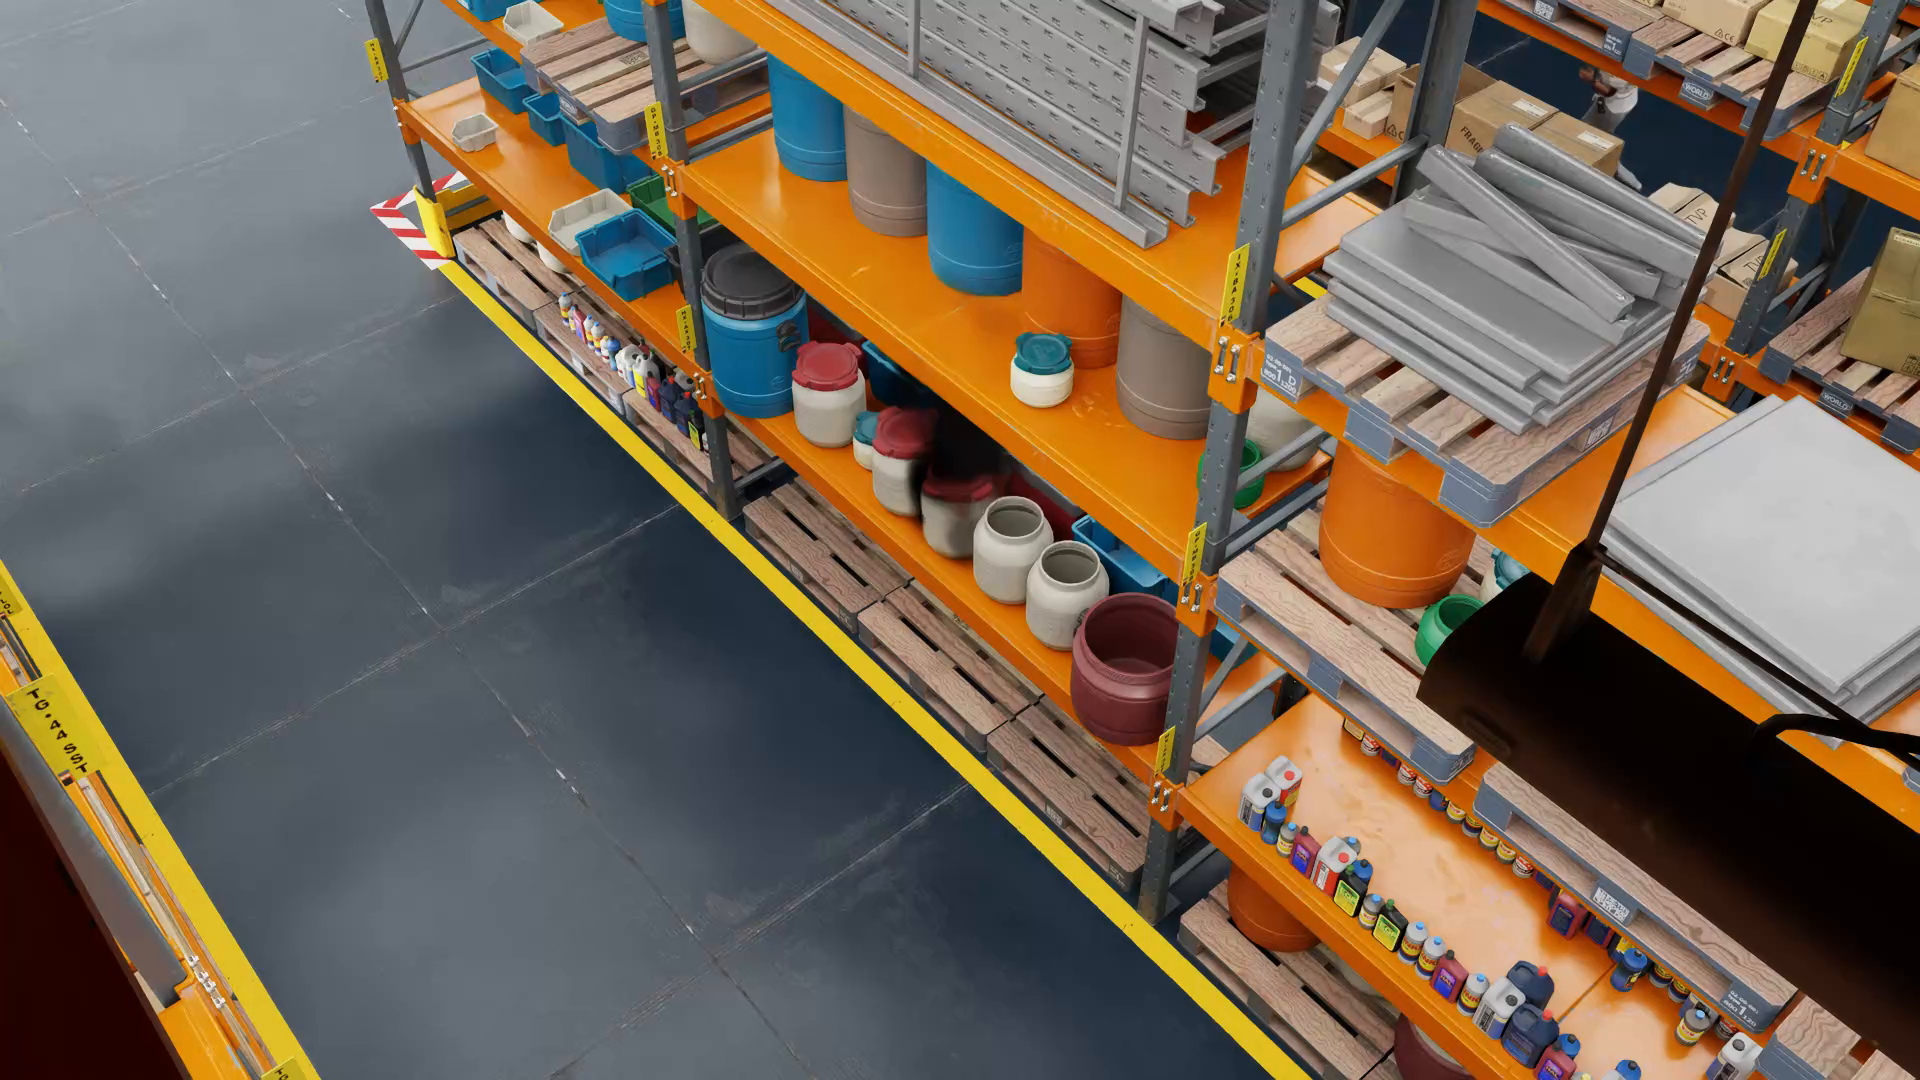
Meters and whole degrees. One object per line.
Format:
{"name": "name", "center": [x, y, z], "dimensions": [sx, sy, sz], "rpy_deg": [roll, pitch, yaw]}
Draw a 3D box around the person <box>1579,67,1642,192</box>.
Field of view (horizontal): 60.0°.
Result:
{"name": "person", "center": [5.158, -3.419, 13.071], "dimensions": [0.819, 1.669, 0.588], "rpy_deg": [32, 54, 27]}
